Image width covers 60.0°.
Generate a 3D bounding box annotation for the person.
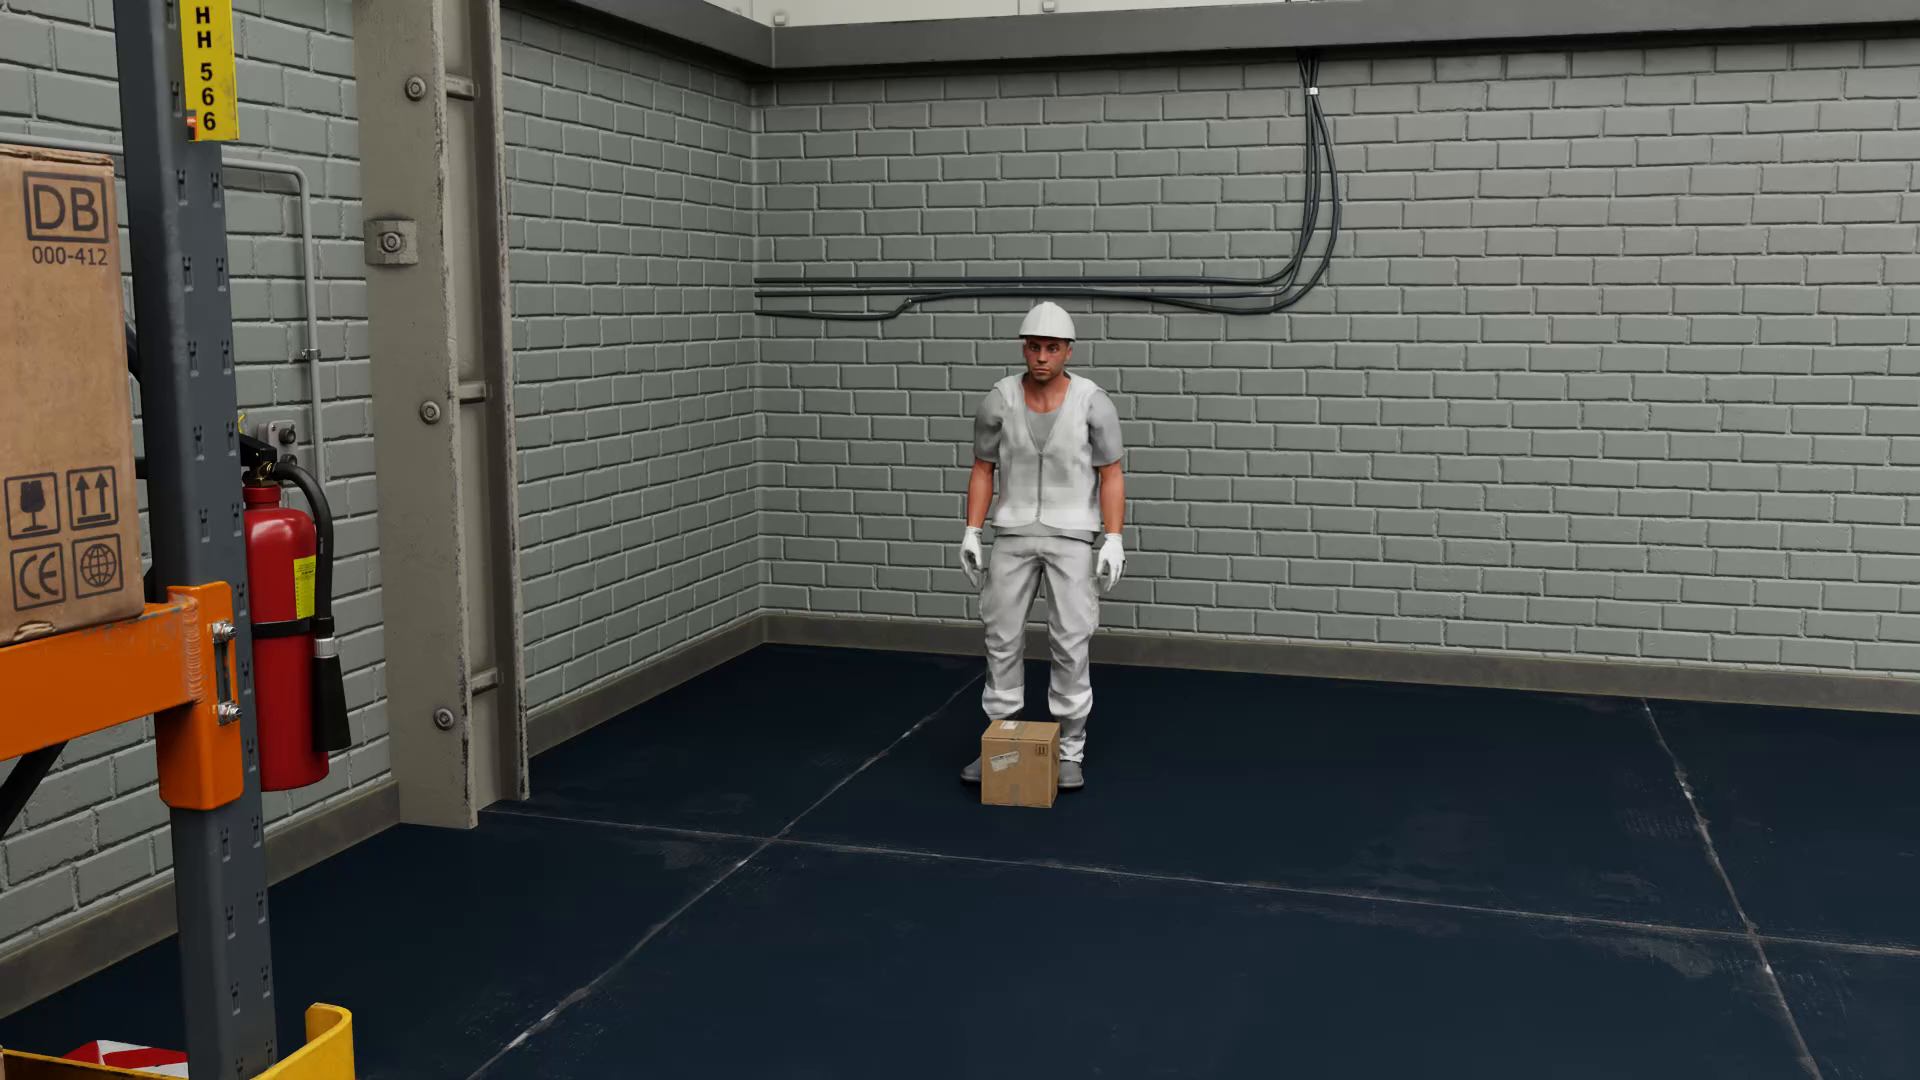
[{"bbox_3d":[0.306,0.022,6.121,0.622,1.781,0.445,2,8,14],"label":"person"}]
